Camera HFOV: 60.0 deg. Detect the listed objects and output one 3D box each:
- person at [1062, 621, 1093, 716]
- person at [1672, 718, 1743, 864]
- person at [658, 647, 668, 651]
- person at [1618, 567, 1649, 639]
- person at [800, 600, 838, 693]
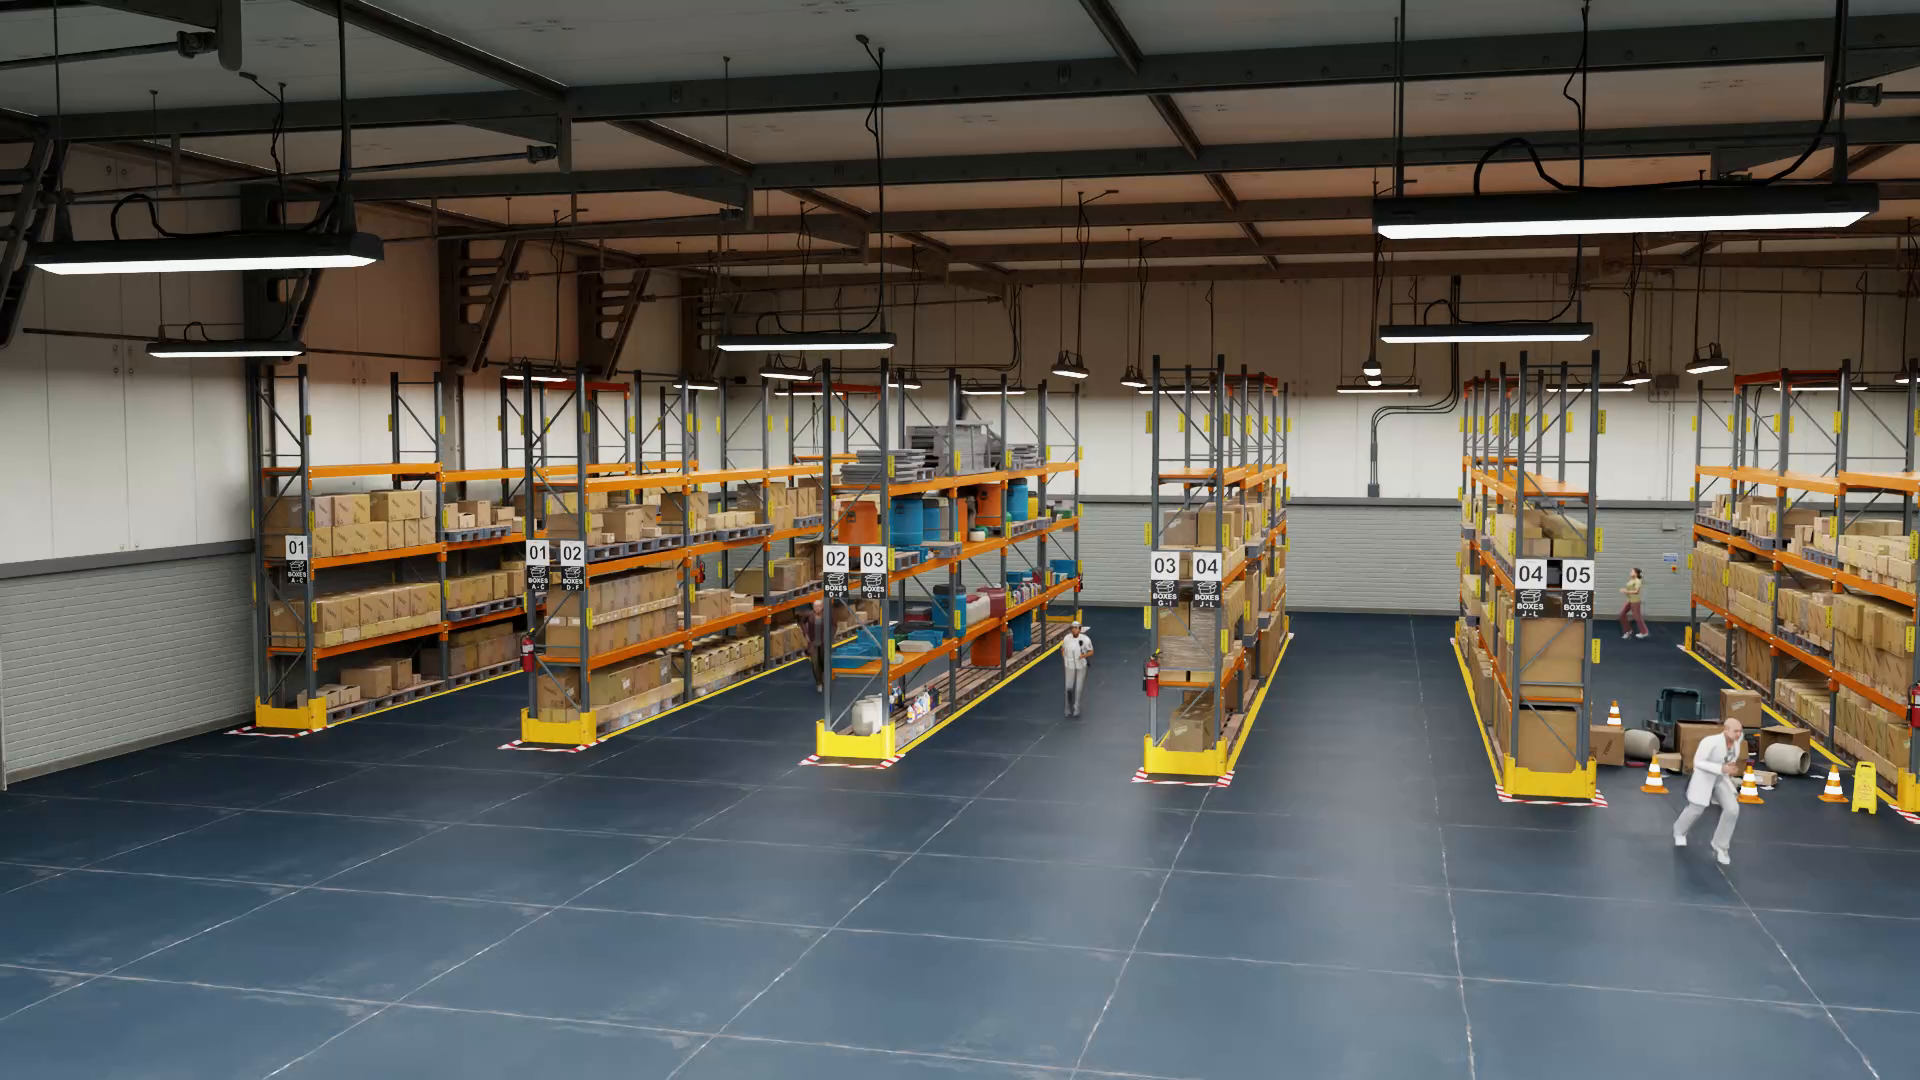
[{"bbox_3d":[2.000,2.216,28.571,0.580,1.658,0.630,1,4,12],"label":"person"},{"bbox_3d":[8.693,2.866,19.289,0.753,1.734,1.072,-1,4,-17],"label":"person"},{"bbox_3d":[-6.135,1.795,33.511,0.668,1.785,1.003,1,4,8],"label":"person"},{"bbox_3d":[15.751,1.501,38.859,0.711,1.692,0.544,0,4,-3],"label":"person"},{"bbox_3d":[-2.672,1.970,31.591,0.711,1.742,1.002,0,4,5],"label":"person"}]
